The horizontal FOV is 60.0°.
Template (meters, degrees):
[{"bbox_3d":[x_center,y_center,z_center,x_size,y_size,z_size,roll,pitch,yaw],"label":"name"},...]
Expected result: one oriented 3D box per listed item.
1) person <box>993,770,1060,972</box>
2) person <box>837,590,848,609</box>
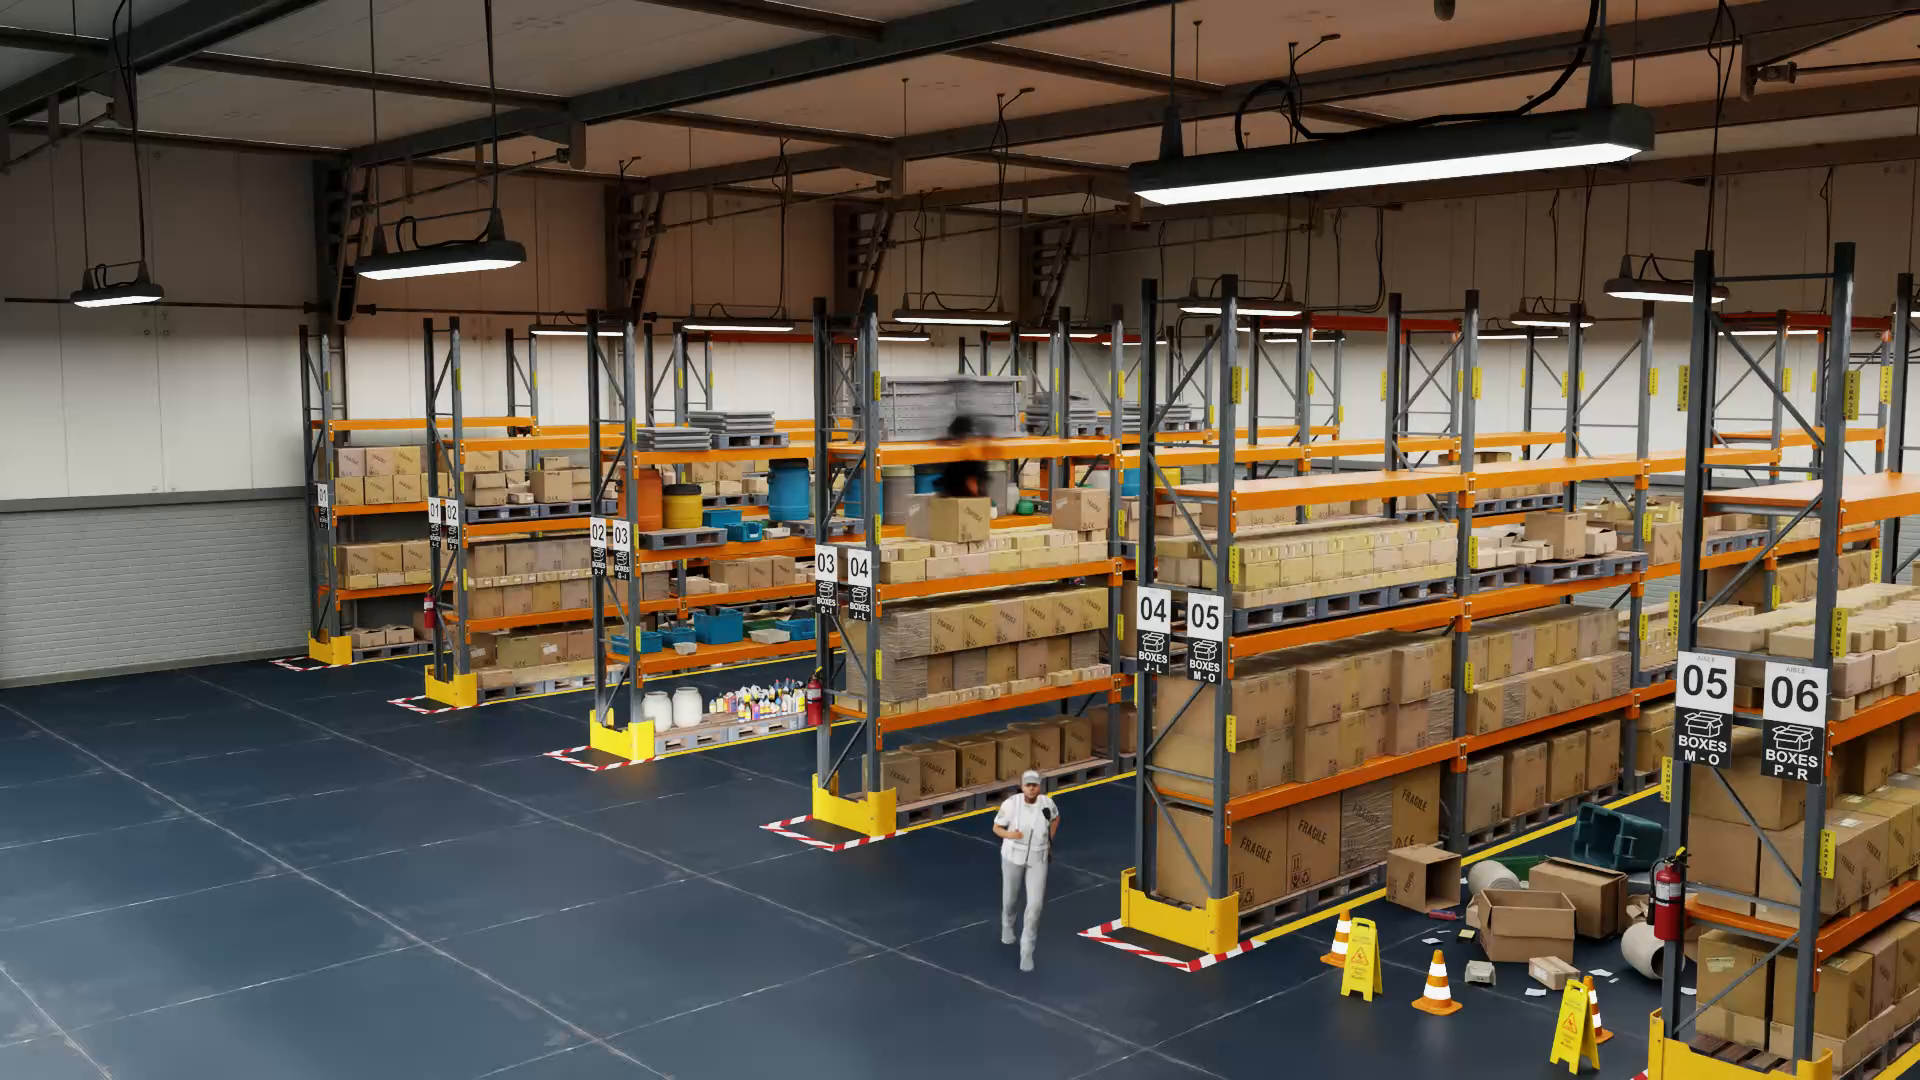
[{"bbox_3d":[0.589,2.860,14.687,0.606,1.716,0.830,0,6,-1],"label":"person"},{"bbox_3d":[-2.333,0.906,33.664,0.783,1.871,0.683,-5,8,-43],"label":"person"}]
